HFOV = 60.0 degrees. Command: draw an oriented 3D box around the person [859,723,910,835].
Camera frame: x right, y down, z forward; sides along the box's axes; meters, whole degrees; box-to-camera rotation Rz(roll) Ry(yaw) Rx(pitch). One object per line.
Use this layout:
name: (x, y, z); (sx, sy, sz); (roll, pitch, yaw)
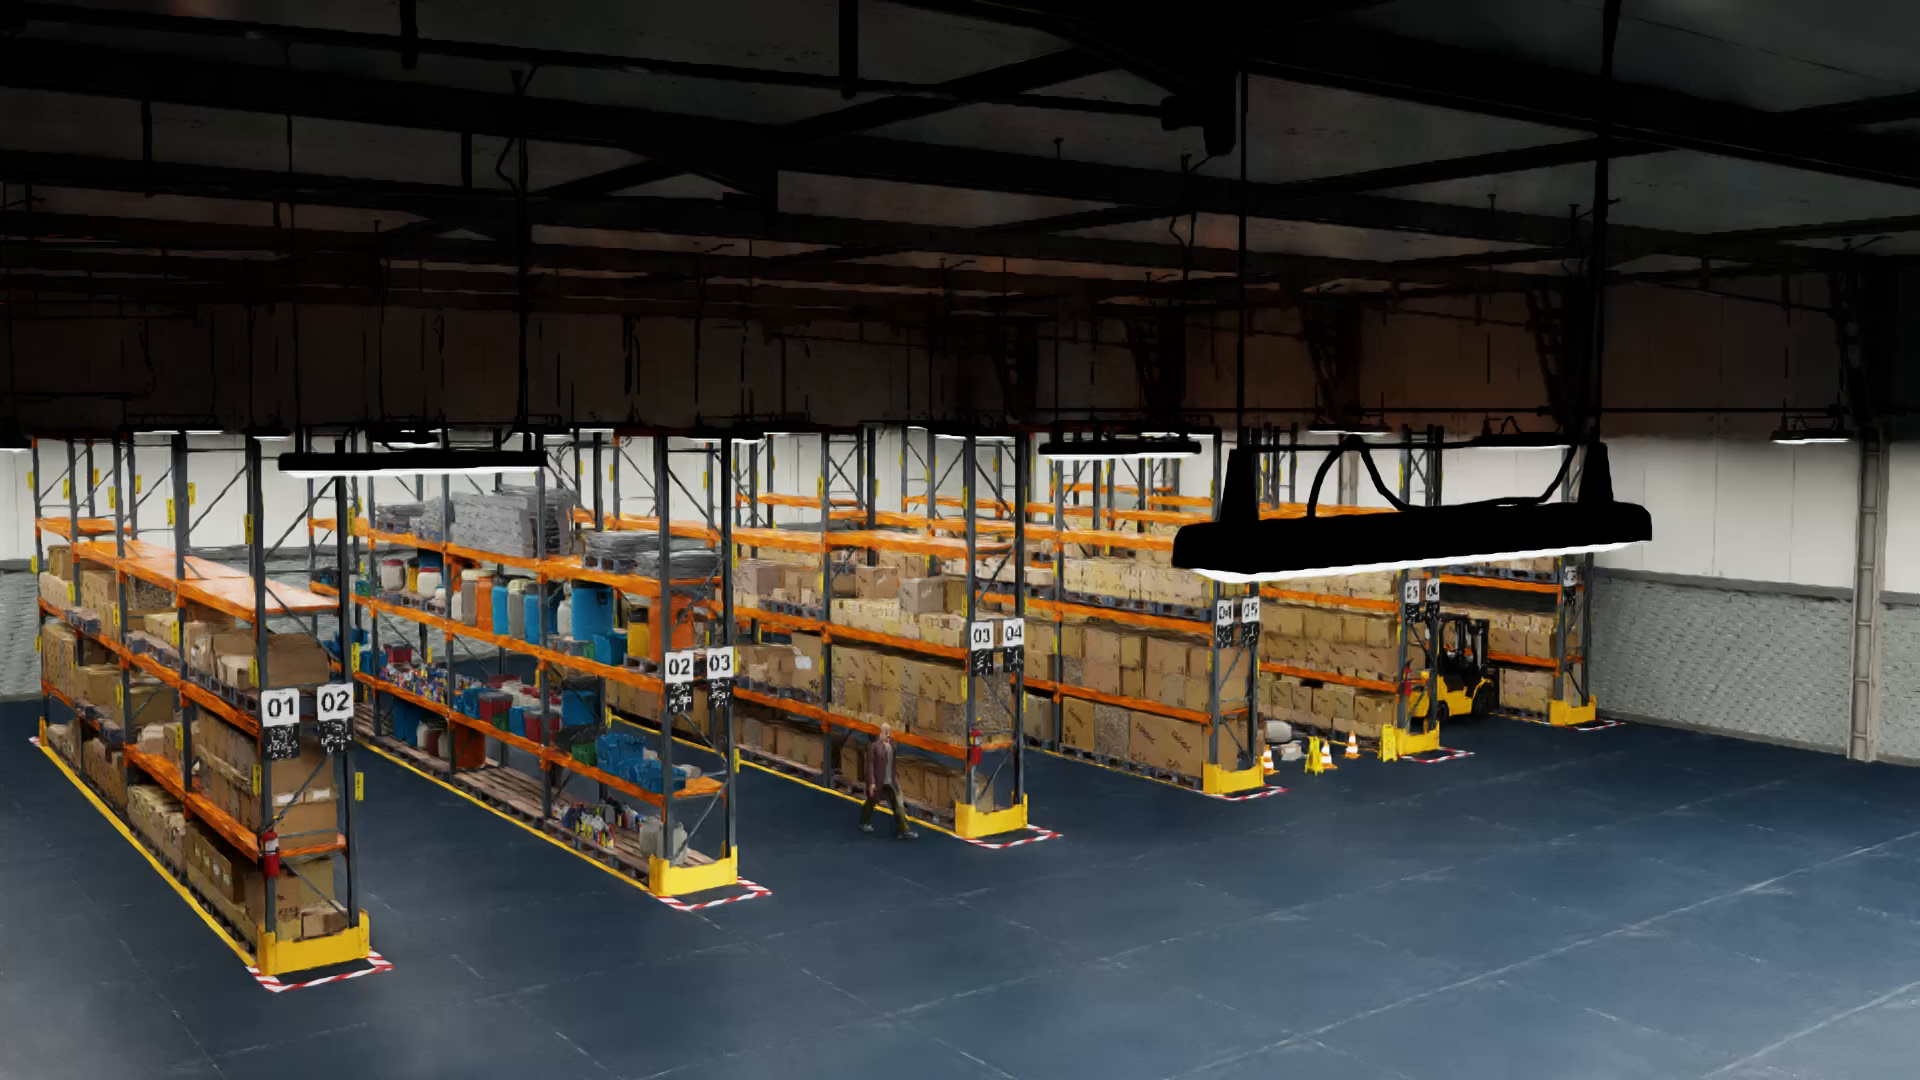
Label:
person: (-1.161, 3.507, 24.613); (0.598, 1.651, 1.013); (-3, 5, -34)

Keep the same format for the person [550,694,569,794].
person: (-6.602, 3.345, 27.252); (0.605, 1.663, 0.370); (4, 6, 44)
